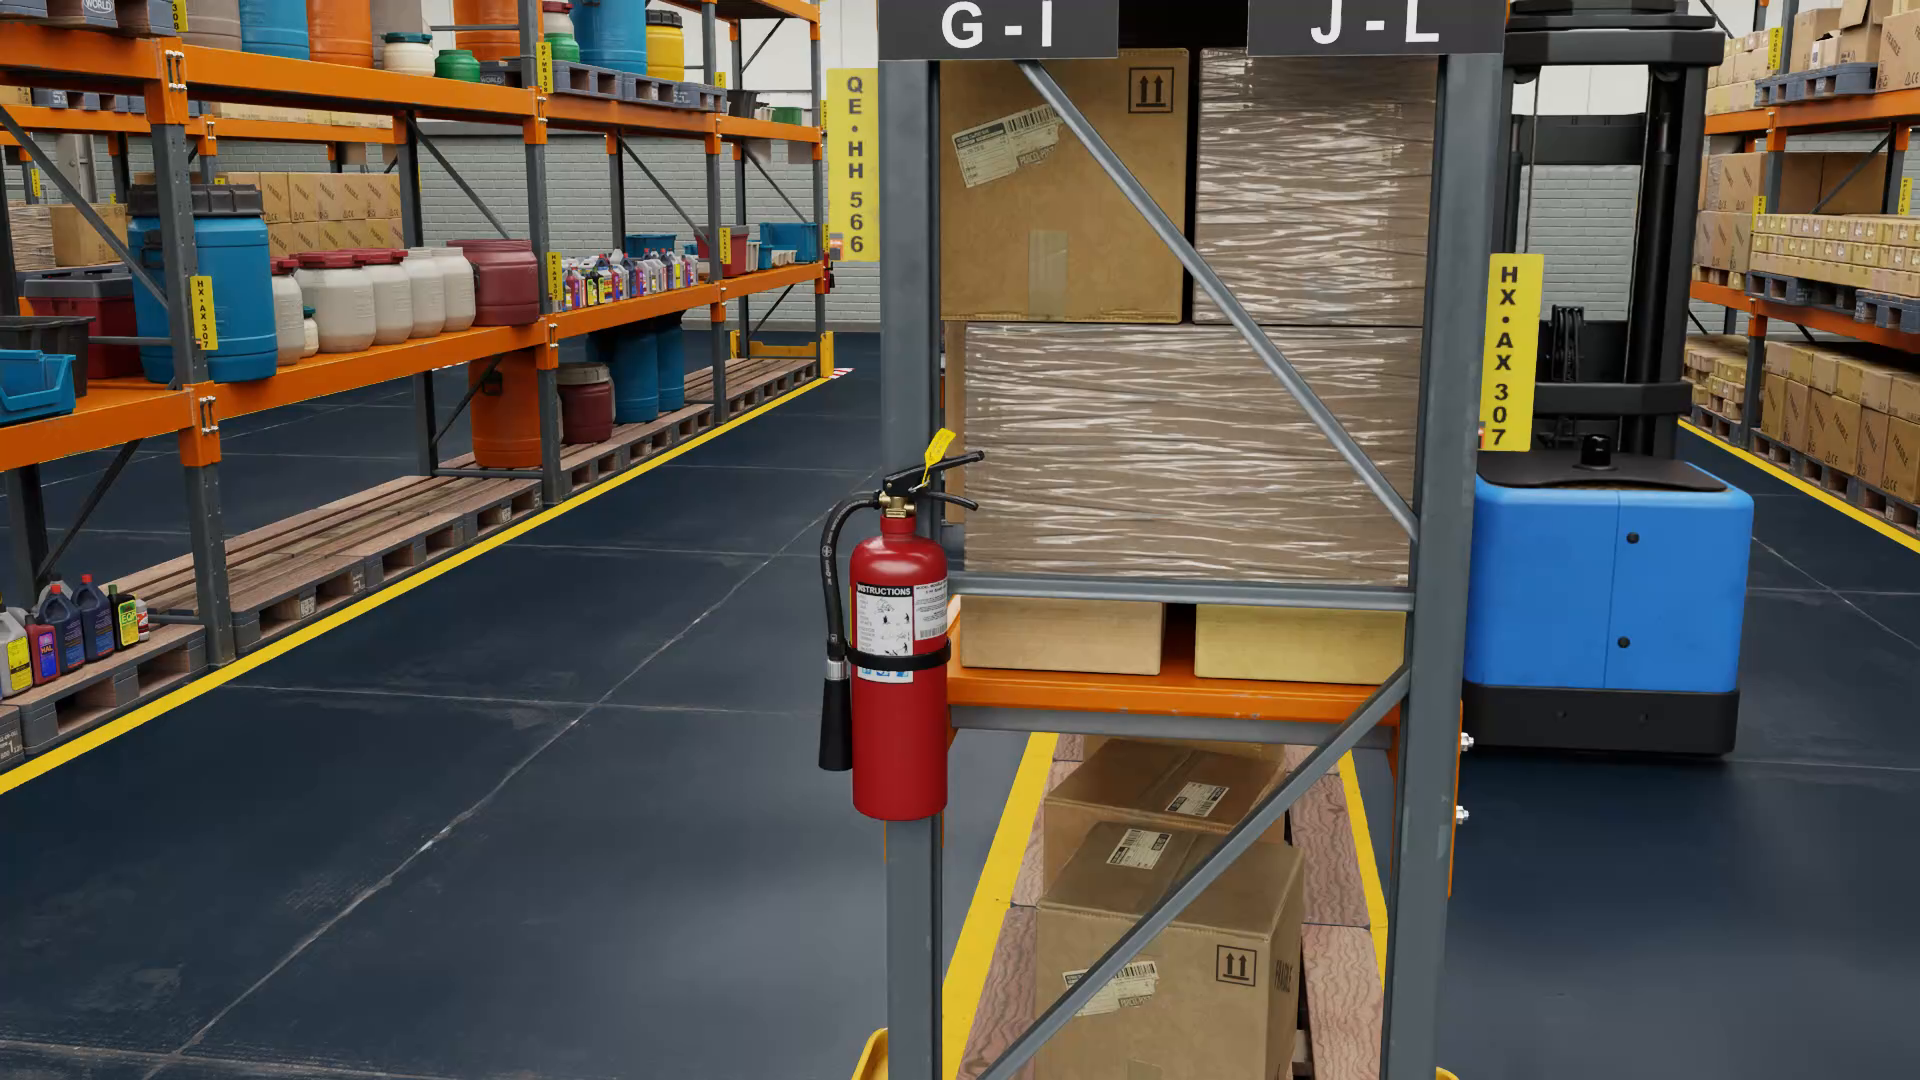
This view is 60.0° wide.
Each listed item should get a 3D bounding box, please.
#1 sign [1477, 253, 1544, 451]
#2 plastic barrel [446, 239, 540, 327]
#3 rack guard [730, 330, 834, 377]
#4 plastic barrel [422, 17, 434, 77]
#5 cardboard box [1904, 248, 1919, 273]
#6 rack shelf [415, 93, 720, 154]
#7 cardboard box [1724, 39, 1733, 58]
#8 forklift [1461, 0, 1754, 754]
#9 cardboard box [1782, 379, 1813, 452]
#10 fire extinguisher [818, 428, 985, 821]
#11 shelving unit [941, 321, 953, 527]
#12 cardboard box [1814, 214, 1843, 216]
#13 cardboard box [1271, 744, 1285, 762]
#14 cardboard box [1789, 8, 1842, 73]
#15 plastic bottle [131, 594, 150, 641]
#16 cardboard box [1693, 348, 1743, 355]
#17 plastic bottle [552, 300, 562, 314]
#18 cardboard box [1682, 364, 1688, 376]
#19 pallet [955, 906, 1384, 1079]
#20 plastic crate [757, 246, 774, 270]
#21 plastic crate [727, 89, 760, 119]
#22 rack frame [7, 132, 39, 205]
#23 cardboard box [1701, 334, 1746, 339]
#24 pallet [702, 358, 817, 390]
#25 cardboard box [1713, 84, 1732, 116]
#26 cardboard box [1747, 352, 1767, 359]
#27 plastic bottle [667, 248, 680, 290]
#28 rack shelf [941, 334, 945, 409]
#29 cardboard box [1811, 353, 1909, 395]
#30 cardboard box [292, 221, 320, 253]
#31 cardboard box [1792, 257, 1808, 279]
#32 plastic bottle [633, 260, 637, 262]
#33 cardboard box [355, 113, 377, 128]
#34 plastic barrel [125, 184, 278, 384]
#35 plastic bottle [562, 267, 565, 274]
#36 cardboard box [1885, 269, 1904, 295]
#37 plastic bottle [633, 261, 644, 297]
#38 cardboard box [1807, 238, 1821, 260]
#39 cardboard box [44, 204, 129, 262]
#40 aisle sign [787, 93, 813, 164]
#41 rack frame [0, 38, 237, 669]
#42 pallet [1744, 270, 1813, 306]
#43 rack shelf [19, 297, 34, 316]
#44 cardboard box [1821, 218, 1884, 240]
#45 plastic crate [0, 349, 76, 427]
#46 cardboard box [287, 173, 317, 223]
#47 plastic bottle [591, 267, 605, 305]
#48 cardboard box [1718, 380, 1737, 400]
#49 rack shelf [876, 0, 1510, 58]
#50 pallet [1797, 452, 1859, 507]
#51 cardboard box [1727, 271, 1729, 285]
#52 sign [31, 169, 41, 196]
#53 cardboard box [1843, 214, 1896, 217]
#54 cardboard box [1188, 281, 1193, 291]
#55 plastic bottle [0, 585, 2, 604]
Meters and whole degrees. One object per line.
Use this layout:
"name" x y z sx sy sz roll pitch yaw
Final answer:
"sign" 0.903 -0.309 2.753 0.100 0.325 0.005 2 12 9
"plastic barrel" -3.069 -1.689 10.890 0.600 0.536 0.708 2 12 9
"rack guard" -2.076 -2.178 19.414 1.175 0.500 0.348 2 12 9
"plastic barrel" -3.648 -3.196 10.816 0.421 0.512 0.421 0 12 0
"cardboard box" 6.108 -1.733 10.306 0.380 0.149 0.250 2 12 10
"rack shelf" -2.990 -3.260 13.089 1.077 0.370 4.000 2 12 9
"cardboard box" 7.049 -4.396 14.875 0.380 0.149 0.250 2 12 8
"forklift" 2.643 -0.872 7.581 1.130 2.935 3.031 1 12 7
"cardboard box" 6.642 -0.948 12.707 0.500 0.500 0.500 2 12 11
"fire extinguisher" -0.107 0.143 2.893 0.296 0.674 0.183 2 12 9
"shelving unit" 0.025 -1.061 10.432 0.431 2.100 0.503 2 12 9
"cardboard box" 7.423 -2.509 14.072 0.500 0.500 0.500 2 12 8
"cardboard box" 0.782 0.614 5.462 0.500 0.500 0.500 1 12 4
"cardboard box" 6.930 -3.865 12.953 0.700 0.500 0.500 2 12 9
"plastic bottle" -3.660 0.342 7.385 0.097 0.201 0.097 0 12 0
"cardboard box" 7.169 -1.727 15.744 0.380 0.149 0.250 2 12 9
"plastic bottle" -2.911 -1.748 11.780 0.152 0.276 0.135 2 12 9
"cardboard box" 7.237 -1.692 16.287 0.380 0.149 0.250 1 12 6
"pallet" 0.538 1.276 4.072 1.003 0.211 1.213 2 12 9
"plastic crate" -2.129 -2.906 17.114 0.416 0.233 0.300 2 12 9
"plastic crate" -2.220 -4.214 16.118 0.497 0.269 0.590 2 12 9
"rack frame" -11.856 -3.716 20.615 1.000 3.000 0.127 2 12 9
"cardboard box" 7.881 -2.036 17.181 0.380 0.149 0.250 2 12 9
"pallet" -2.232 -1.861 18.628 1.003 0.211 1.213 2 12 9
"cardboard box" 7.072 -3.933 14.859 0.500 0.250 0.500 2 12 8
"cardboard box" 7.544 -1.662 15.442 0.380 0.149 0.250 1 12 6
"plastic bottle" -2.500 -2.336 14.330 0.144 0.351 0.185 2 12 9
"rack shelf" 0.025 -1.048 10.435 0.431 0.518 0.480 2 12 9
"cardboard box" 6.560 -1.207 12.133 0.500 0.250 0.500 2 12 11
"cardboard box" -7.074 -3.080 17.428 0.500 0.500 0.500 2 12 8
"cardboard box" 6.425 -2.020 12.347 0.380 0.149 0.250 1 12 6
"plastic bottle" -2.704 -2.198 13.876 0.097 0.271 0.097 0 12 0
"cardboard box" -6.867 -4.730 18.556 0.500 0.250 0.500 2 12 9
"plastic barrel" -3.554 -1.212 7.809 0.600 0.901 0.708 2 12 9
"plastic bottle" -3.240 -2.106 13.449 0.097 0.271 0.097 0 12 0
"cardboard box" 6.144 -1.639 10.577 0.380 0.149 0.250 2 12 8
"plastic bottle" -2.604 -2.105 13.420 0.061 0.283 0.133 2 12 9
"cardboard box" 6.385 -2.107 12.045 0.380 0.149 0.250 2 12 8
"cardboard box" -7.913 -2.741 14.857 0.700 0.500 0.500 4 13 18
"aisle sign" -1.766 -4.671 18.877 0.394 0.787 0.004 2 12 9
"rack frame" -3.912 -0.897 7.534 1.000 3.000 0.127 2 12 9
"pallet" 6.836 -1.972 12.977 1.003 0.211 1.213 2 12 9
"rack shelf" -7.884 -1.955 14.154 1.077 0.370 4.000 2 12 9
"cardboard box" 6.346 -2.201 11.772 0.380 0.149 0.250 2 12 10
"plastic crate" -3.814 -0.585 6.440 0.499 0.251 0.616 2 12 9
"cardboard box" -7.067 -3.564 17.302 0.500 0.500 0.500 2 12 7
"plastic bottle" -2.739 -1.923 12.572 0.061 0.283 0.133 2 12 9
"cardboard box" 6.861 -1.309 14.513 0.380 0.149 0.250 1 12 6
"rack shelf" 0.674 -1.435 4.617 1.077 0.370 4.000 2 12 9
"pallet" 6.794 -0.440 12.033 1.003 0.211 1.213 2 12 9
"cardboard box" 7.049 -2.326 14.764 0.380 0.149 0.250 2 12 7
"sign" -11.322 -4.377 20.373 0.100 0.325 0.005 2 12 9
"cardboard box" 7.229 -2.503 13.176 0.380 0.149 0.250 2 12 11
"cardboard box" 0.556 -0.422 4.388 0.875 0.500 0.500 2 12 9
"plastic bottle" -4.395 0.274 7.533 0.097 0.271 0.097 0 12 0
